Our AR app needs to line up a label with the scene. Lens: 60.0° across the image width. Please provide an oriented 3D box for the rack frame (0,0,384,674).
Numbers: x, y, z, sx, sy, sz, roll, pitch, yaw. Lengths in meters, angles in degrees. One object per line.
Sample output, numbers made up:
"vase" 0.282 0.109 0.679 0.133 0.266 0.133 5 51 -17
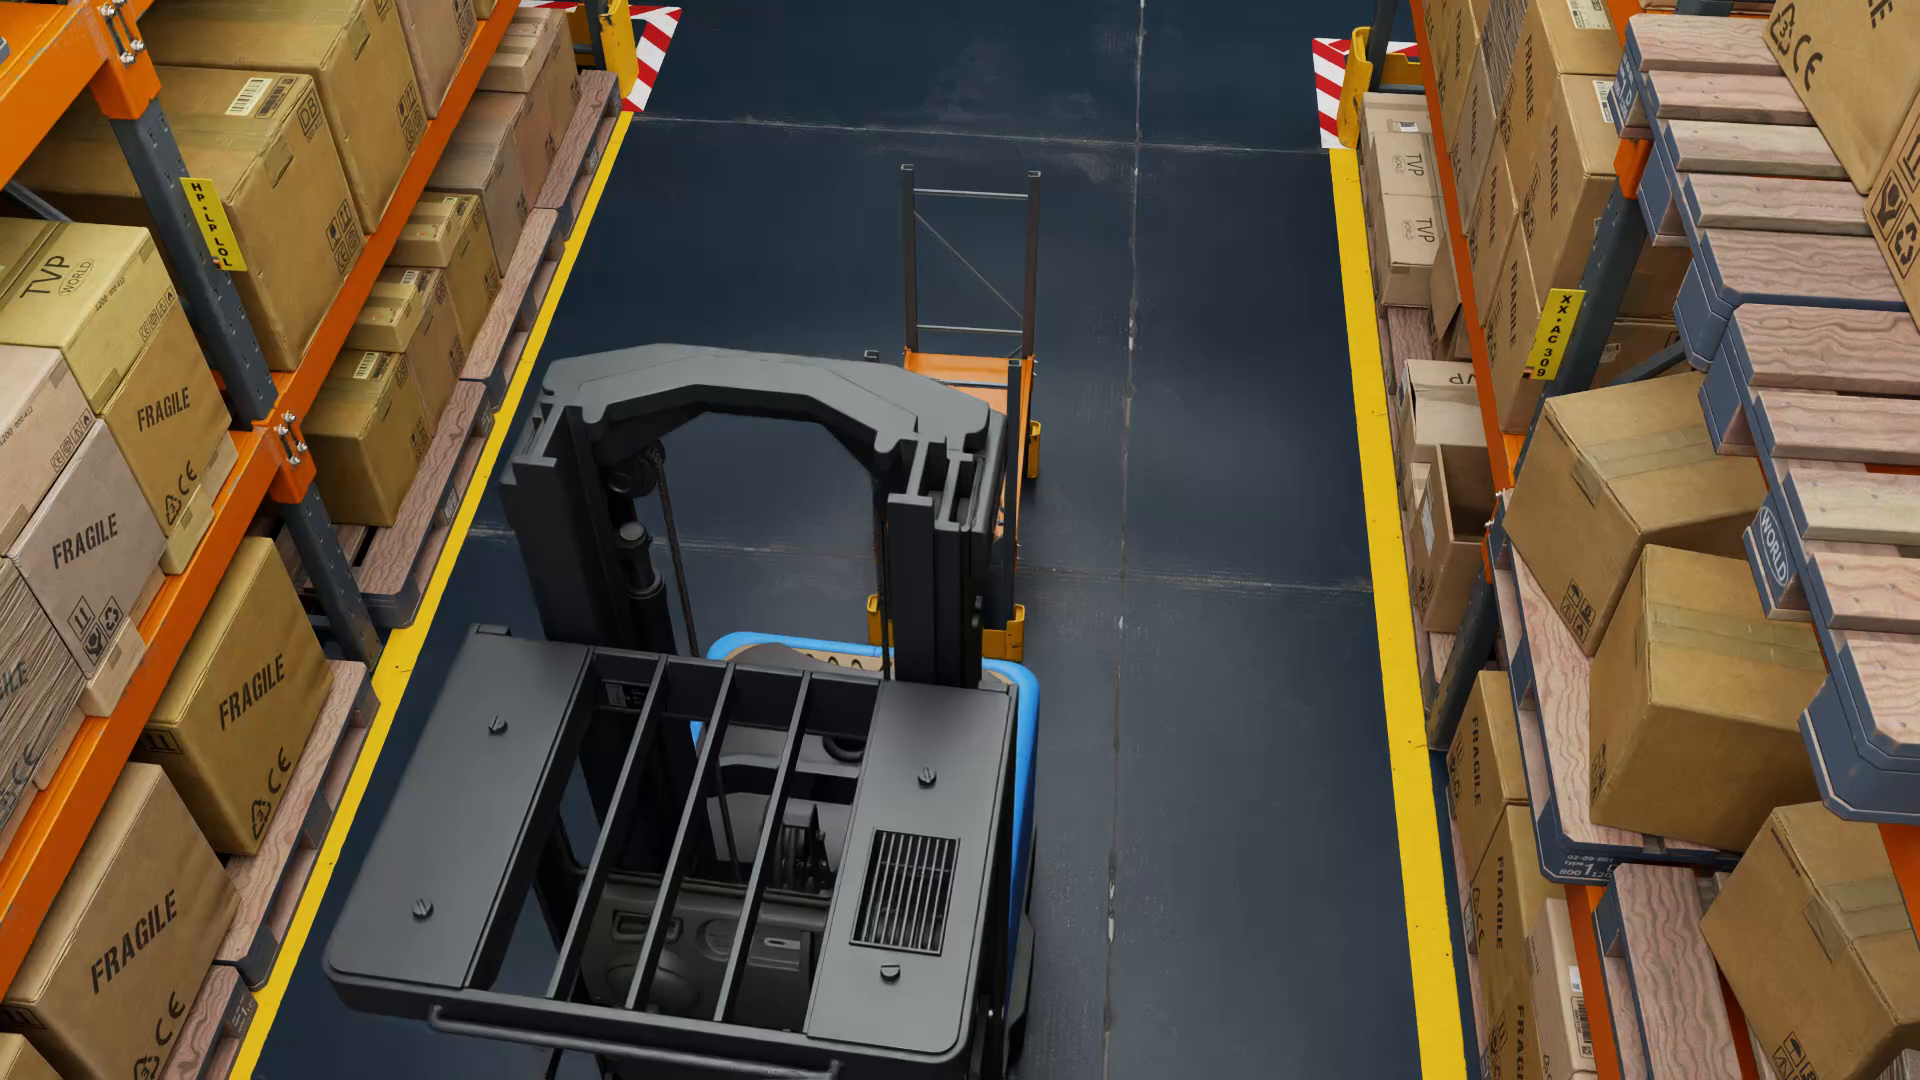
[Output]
"rack frame" -2.720 -0.583 5.277 1.000 3.000 0.127 4 48 4

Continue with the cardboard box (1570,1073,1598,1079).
"cardboard box" 1.790 1.632 4.138 0.500 0.250 0.500 3 48 3

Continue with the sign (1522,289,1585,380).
"sign" 1.672 -0.576 4.683 0.100 0.325 0.005 4 48 4

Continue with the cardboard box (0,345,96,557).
"cardboard box" -2.564 -0.242 4.173 0.500 0.250 0.500 5 48 4

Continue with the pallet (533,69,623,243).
"pallet" -2.350 -1.989 8.452 1.003 0.211 1.213 4 48 4

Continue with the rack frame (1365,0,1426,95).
"rack frame" 2.578 -3.192 7.663 1.000 3.000 0.127 4 48 4

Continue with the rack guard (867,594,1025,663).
"rack guard" -0.052 0.338 6.298 0.587 0.250 0.087 4 48 4

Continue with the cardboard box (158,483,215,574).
"cardboard box" -2.468 -0.051 4.946 0.380 0.149 0.250 5 48 4

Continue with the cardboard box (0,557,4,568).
"cardboard box" -2.611 0.133 3.830 0.500 0.250 0.500 5 48 4

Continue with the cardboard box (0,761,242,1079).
"cardboard box" -2.728 1.140 4.872 0.750 0.750 0.750 5 48 5

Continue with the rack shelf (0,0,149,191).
"rack shelf" -2.902 0.117 3.091 1.077 0.370 4.000 4 48 4

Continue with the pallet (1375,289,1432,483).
"pallet" 2.385 -0.715 7.287 1.003 0.211 1.213 4 48 4

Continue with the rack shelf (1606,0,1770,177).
"rack shelf" 2.396 -2.492 5.477 1.077 0.370 4.000 4 48 4

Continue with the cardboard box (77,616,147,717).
"cardboard box" -2.502 0.335 4.594 0.380 0.149 0.250 4 48 4

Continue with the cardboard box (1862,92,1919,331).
"cardboard box" 2.056 -0.617 2.854 0.600 0.600 0.600 3 48 3

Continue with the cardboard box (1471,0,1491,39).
"cardboard box" 2.139 -2.130 5.946 0.500 0.500 0.500 3 48 3

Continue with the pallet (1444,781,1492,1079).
"pallet" 2.177 1.289 5.454 1.003 0.211 1.213 4 48 4

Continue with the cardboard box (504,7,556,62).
"cardboard box" -2.150 -2.412 7.919 0.380 0.149 0.250 3 48 3

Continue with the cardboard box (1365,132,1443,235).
"cardboard box" 2.200 -1.665 7.831 0.500 0.250 0.500 4 48 4

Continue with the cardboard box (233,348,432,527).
"cardboard box" -2.550 -0.424 6.540 0.700 0.500 0.500 4 48 4

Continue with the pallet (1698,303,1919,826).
"pallet" 1.993 0.035 2.806 1.213 0.211 1.003 4 48 4

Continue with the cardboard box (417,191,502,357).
"cardboard box" -2.452 -1.170 7.223 0.700 0.500 0.500 5 48 4

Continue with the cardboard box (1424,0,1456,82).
"cardboard box" 2.184 -2.169 6.660 0.500 0.500 0.500 4 48 3

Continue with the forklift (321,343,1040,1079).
"forklift" -0.467 1.134 3.752 1.130 2.935 3.031 6 48 6

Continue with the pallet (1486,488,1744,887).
"pallet" 2.032 0.392 4.515 1.003 0.211 1.213 4 48 4

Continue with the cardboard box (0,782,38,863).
"cardboard box" -2.628 0.693 4.266 0.380 0.149 0.250 3 48 2

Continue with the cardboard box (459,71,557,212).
"cardboard box" -2.365 -1.932 7.919 0.700 0.500 0.500 4 48 3

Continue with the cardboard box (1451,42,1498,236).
"cardboard box" 2.093 -1.428 5.981 0.500 0.500 0.500 5 48 4

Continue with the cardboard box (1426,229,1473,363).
"cardboard box" 2.379 -0.940 6.996 0.797 0.503 0.637 4 48 4

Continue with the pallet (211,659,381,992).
"pallet" -2.715 0.930 5.782 1.003 0.211 1.213 4 48 4

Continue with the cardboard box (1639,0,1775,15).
"cardboard box" 1.993 -1.590 4.266 0.500 0.250 0.500 4 48 4

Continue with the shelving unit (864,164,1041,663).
"shelving unit" -0.007 -0.450 6.171 0.587 1.500 1.083 4 48 4

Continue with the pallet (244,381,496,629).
"pallet" -2.573 -0.196 6.812 1.003 0.211 1.213 4 48 4

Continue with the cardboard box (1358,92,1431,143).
"cardboard box" 2.197 -2.094 8.292 0.380 0.149 0.250 4 48 4

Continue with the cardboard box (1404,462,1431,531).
"cardboard box" 1.957 -0.157 6.520 0.380 0.149 0.250 4 48 4

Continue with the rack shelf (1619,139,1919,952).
"rack shelf" 2.031 0.447 2.789 1.077 0.370 4.000 4 48 4

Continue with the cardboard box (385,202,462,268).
"cardboard box" -2.290 -1.266 6.871 0.380 0.149 0.250 3 48 2

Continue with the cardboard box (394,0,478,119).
"cardboard box" -2.526 -2.153 6.509 0.980 0.700 0.700 2 48 2

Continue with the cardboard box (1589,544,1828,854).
"cardboard box" 1.948 0.414 4.012 0.700 0.500 0.500 11 48 10

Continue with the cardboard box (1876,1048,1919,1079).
"cardboard box" 2.067 1.381 3.127 0.700 0.500 0.500 12 49 11

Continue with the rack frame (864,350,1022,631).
"rack frame" -0.054 -0.070 5.824 0.500 1.500 0.032 4 48 4

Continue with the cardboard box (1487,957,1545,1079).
"cardboard box" 1.836 1.541 4.730 0.500 0.500 0.500 4 48 4

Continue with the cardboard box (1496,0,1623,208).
"cardboard box" 2.046 -1.390 5.269 0.500 0.500 0.500 3 48 3

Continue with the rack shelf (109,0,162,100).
"rack shelf" -2.538 -2.822 5.779 1.077 0.370 4.000 4 48 4

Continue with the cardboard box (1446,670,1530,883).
"cardboard box" 1.927 0.781 5.424 0.500 0.500 0.500 2 48 2

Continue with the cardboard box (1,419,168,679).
"cardboard box" -2.548 0.008 4.453 0.500 0.500 0.500 4 48 4

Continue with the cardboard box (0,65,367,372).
"cardboard box" -2.654 -1.082 5.529 0.980 0.700 0.700 5 48 4

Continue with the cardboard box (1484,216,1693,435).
"cardboard box" 2.003 -0.671 5.289 0.500 0.500 0.500 5 48 4

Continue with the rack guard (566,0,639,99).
"rack guard" -2.353 -2.697 8.903 1.175 0.500 0.348 4 48 4
